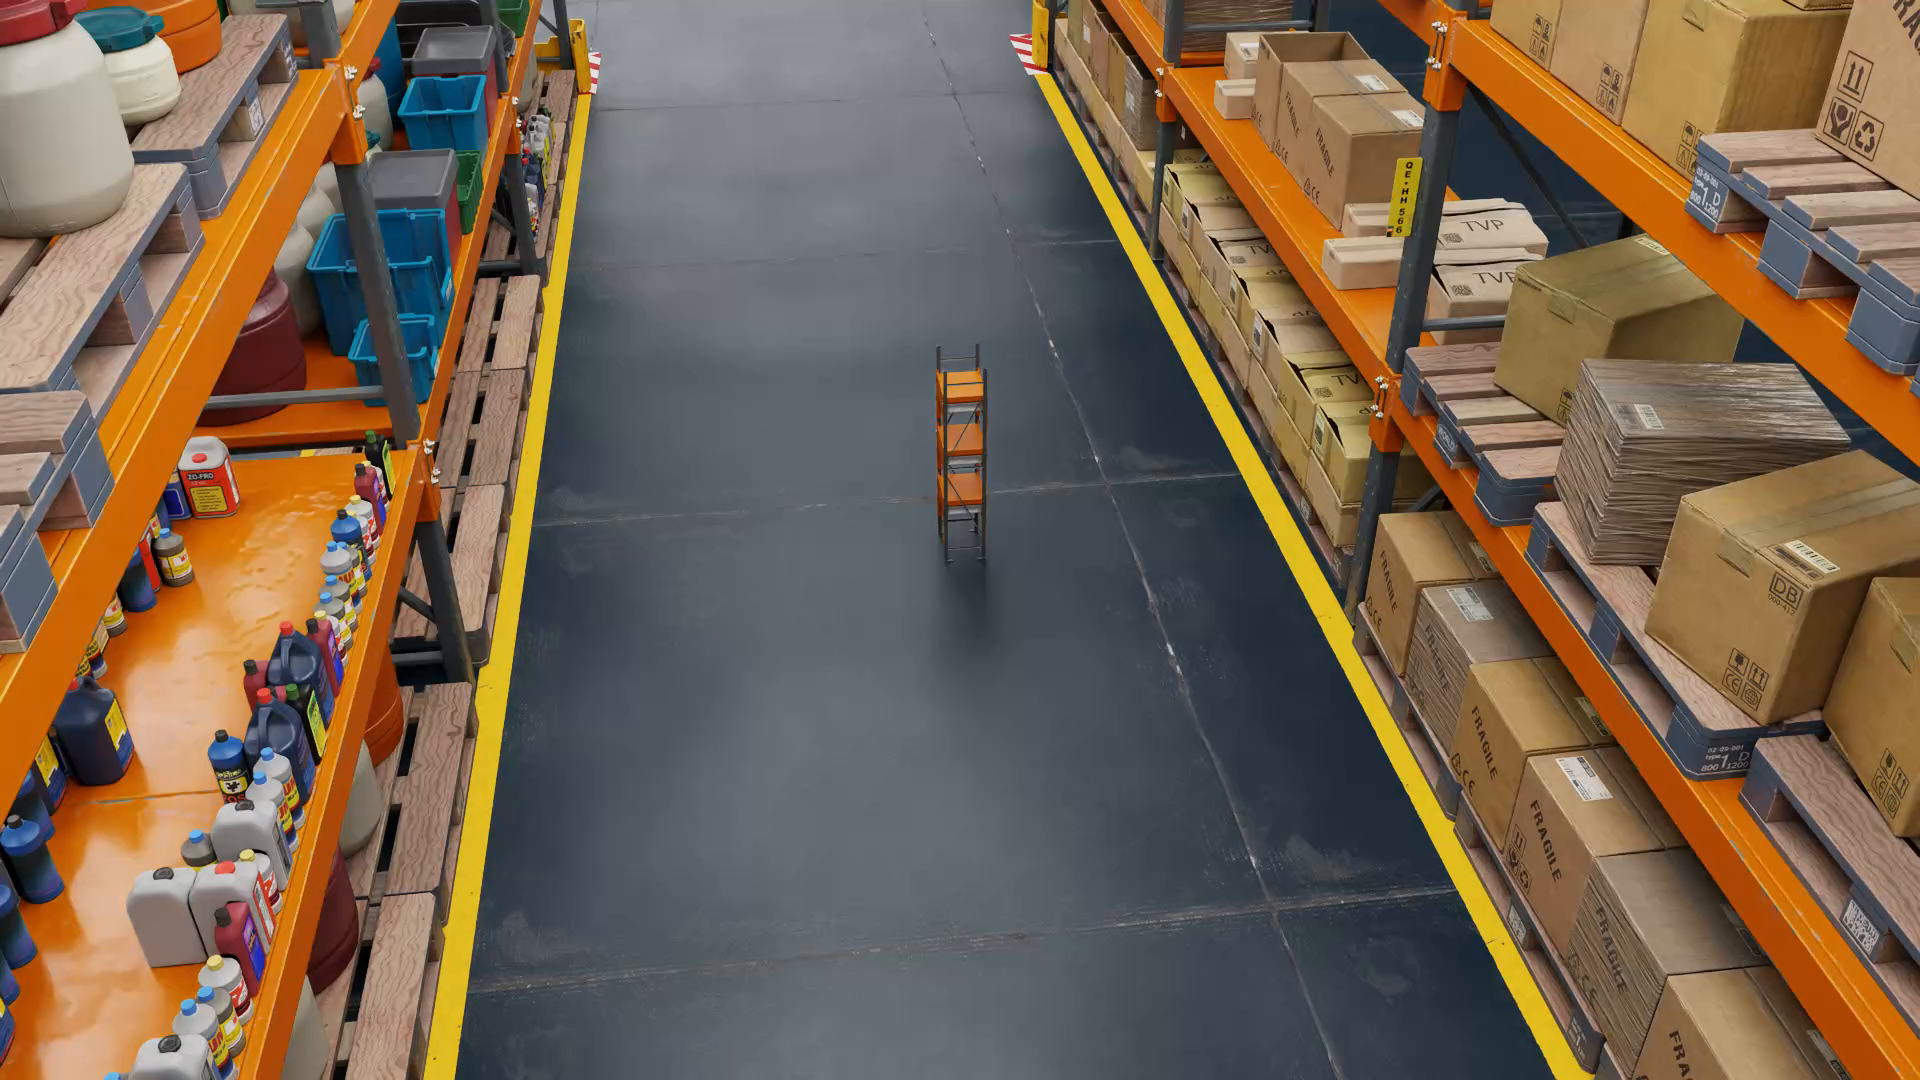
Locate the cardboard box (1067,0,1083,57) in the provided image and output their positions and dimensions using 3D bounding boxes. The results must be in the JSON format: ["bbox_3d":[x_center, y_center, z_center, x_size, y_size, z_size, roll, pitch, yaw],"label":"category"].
[{"bbox_3d":[1.138,-4.124,13.041,0.500,0.500,0.500,-4,35,-6],"label":"cardboard box"}]

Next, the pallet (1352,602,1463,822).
[{"bbox_3d":[2.356,0.664,7.088,1.003,0.211,1.213,-4,35,-6],"label":"pallet"}]

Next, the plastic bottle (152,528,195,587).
[{"bbox_3d":[-2.695,0.052,5.687,0.097,0.201,0.097,0,34,0],"label":"plastic bottle"}]

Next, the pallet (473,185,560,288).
[{"bbox_3d":[-3.203,-1.992,10.986,1.003,0.211,1.213,-4,35,-6],"label":"pallet"}]

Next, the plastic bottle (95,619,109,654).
[{"bbox_3d":[-2.812,0.245,5.331,0.061,0.283,0.133,-4,35,-6],"label":"plastic bottle"}]

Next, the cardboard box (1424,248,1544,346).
[{"bbox_3d":[2.287,-1.077,7.246,0.500,0.311,0.500,-2,34,-3],"label":"cardboard box"}]

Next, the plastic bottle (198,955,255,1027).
[{"bbox_3d":[-1.827,1.113,4.130,0.097,0.201,0.097,0,34,0],"label":"plastic bottle"}]

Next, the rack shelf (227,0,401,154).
[{"bbox_3d":[-2.885,-2.593,7.366,1.077,0.370,4.000,-4,35,-6],"label":"rack shelf"}]

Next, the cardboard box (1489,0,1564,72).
[{"bbox_3d":[2.385,-1.948,5.692,0.910,0.500,0.500,-4,35,-6],"label":"cardboard box"}]

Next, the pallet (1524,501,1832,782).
[{"bbox_3d":[2.559,0.257,5.380,1.003,0.211,1.213,-4,35,-6],"label":"pallet"}]

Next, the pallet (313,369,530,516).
[{"bbox_3d":[-2.842,-0.497,8.791,1.003,0.211,1.213,-4,35,-6],"label":"pallet"}]

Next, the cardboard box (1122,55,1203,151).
[{"bbox_3d":[1.420,-3.009,11.405,0.500,0.500,0.500,-4,35,-6],"label":"cardboard box"}]

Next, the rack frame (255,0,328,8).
[{"bbox_3d":[-2.616,-3.014,4.681,1.000,3.000,0.127,-4,35,-6],"label":"rack frame"}]

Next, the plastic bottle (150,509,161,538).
[{"bbox_3d":[-2.876,-0.065,5.859,0.097,0.201,0.097,0,34,0],"label":"plastic bottle"}]

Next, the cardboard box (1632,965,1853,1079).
[{"bbox_3d":[2.422,1.646,5.001,0.500,0.500,0.500,-4,35,-6],"label":"cardboard box"}]

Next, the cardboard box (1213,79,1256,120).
[{"bbox_3d":[1.672,-2.526,9.516,0.380,0.149,0.250,-4,35,-6],"label":"cardboard box"}]

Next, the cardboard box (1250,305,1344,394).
[{"bbox_3d":[1.837,-1.022,8.656,0.500,0.311,0.500,-5,35,-7],"label":"cardboard box"}]

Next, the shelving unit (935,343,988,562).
[{"bbox_3d":[0.007,-0.404,7.911,0.215,1.050,0.252,-4,35,-6],"label":"shelving unit"}]

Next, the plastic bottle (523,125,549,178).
[{"bbox_3d":[-2.934,-2.678,11.478,0.144,0.351,0.185,-5,35,-7],"label":"plastic bottle"}]

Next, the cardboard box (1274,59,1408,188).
[{"bbox_3d":[1.980,-2.178,8.693,0.500,0.500,0.500,-4,35,-6],"label":"cardboard box"}]

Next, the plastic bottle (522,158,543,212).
[{"bbox_3d":[-2.851,-2.336,10.975,0.144,0.351,0.185,-3,34,-5],"label":"plastic bottle"}]

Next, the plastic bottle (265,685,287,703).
[{"bbox_3d":[-2.003,0.527,4.917,0.061,0.283,0.133,-4,35,-6],"label":"plastic bottle"}]

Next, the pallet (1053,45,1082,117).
[{"bbox_3d":[1.361,-3.796,13.633,1.003,0.211,1.213,-4,35,-6],"label":"pallet"}]

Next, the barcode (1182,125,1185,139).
[{"bbox_3d":[1.377,-2.511,10.248,0.001,0.075,0.075,-4,35,-6],"label":"barcode"}]

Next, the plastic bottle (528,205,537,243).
[{"bbox_3d":[-2.762,-2.032,10.600,0.097,0.271,0.097,0,34,0],"label":"plastic bottle"}]

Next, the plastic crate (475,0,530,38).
[{"bbox_3d":[-3.057,-3.458,10.849,0.450,0.188,0.662,-4,35,-6],"label":"plastic crate"}]

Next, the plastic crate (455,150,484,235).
[{"bbox_3d":[-2.640,-1.729,8.311,0.450,0.188,0.662,-4,35,-6],"label":"plastic crate"}]

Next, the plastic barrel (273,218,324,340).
[{"bbox_3d":[-2.966,-1.139,7.158,0.421,0.512,0.421,0,34,0],"label":"plastic barrel"}]

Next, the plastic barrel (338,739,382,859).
[{"bbox_3d":[-2.369,0.900,6.102,0.421,0.512,0.421,0,34,0],"label":"plastic barrel"}]

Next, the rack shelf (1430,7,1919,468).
[{"bbox_3d":[2.562,-0.734,4.638,1.077,0.370,4.000,-4,35,-6],"label":"rack shelf"}]

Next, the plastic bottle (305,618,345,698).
[{"bbox_3d":[-1.985,0.345,5.184,0.061,0.283,0.133,-4,35,-6],"label":"plastic bottle"}]

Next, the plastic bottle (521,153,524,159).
[{"bbox_3d":[-2.933,-2.487,11.269,0.097,0.271,0.097,0,34,0],"label":"plastic bottle"}]

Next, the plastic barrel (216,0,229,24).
[{"bbox_3d":[-2.700,-1.844,5.766,0.294,0.245,0.294,0,34,0],"label":"plastic barrel"}]

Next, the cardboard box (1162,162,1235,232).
[{"bbox_3d":[1.564,-2.159,10.326,0.500,0.311,0.500,-4,35,-6],"label":"cardboard box"}]

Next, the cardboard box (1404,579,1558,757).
[{"bbox_3d":[2.147,0.511,6.666,0.500,0.500,0.500,-6,35,-8],"label":"cardboard box"}]

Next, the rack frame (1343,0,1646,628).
[{"bbox_3d":[2.293,-0.908,6.918,1.000,3.000,0.127,-4,35,-6],"label":"rack frame"}]

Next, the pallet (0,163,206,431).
[{"bbox_3d":[-2.436,-0.527,3.863,1.003,0.211,1.213,-4,35,-6],"label":"pallet"}]

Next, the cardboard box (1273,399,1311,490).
[{"bbox_3d":[1.908,-0.507,8.400,0.500,0.250,0.500,-5,35,-7],"label":"cardboard box"}]

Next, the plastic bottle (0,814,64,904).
[{"bbox_3d":[-2.496,0.846,4.460,0.097,0.271,0.097,0,34,0],"label":"plastic bottle"}]

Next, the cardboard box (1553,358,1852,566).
[{"bbox_3d":[2.423,-0.255,5.499,0.700,0.500,0.500,2,34,3],"label":"cardboard box"}]

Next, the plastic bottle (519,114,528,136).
[{"bbox_3d":[-3.109,-2.915,11.886,0.061,0.283,0.133,-4,35,-6],"label":"plastic bottle"}]

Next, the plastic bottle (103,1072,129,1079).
[{"bbox_3d":[-1.933,1.308,3.843,0.097,0.201,0.097,0,34,0],"label":"plastic bottle"}]

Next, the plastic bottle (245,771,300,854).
[{"bbox_3d":[-1.907,0.751,4.599,0.097,0.271,0.097,0,34,0],"label":"plastic bottle"}]

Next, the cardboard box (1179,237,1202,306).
[{"bbox_3d":[1.631,-1.648,10.073,0.500,0.250,0.500,-4,34,-5],"label":"cardboard box"}]

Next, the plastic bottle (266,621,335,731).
[{"bbox_3d":[-2.005,0.409,5.030,0.144,0.351,0.185,-4,35,-6],"label":"plastic bottle"}]

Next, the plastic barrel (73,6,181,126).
[{"bbox_3d":[-2.326,-1.303,4.585,0.301,0.262,0.301,0,34,0],"label":"plastic barrel"}]

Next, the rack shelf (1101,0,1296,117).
[{"bbox_3d":[1.486,-3.959,12.034,1.077,0.370,4.000,-4,35,-6],"label":"rack shelf"}]

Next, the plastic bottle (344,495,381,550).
[{"bbox_3d":[-2.110,-0.064,5.857,0.097,0.201,0.097,0,34,0],"label":"plastic bottle"}]

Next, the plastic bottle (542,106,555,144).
[{"bbox_3d":[-2.977,-3.003,12.014,0.061,0.283,0.133,-4,34,-5],"label":"plastic bottle"}]

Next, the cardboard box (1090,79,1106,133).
[{"bbox_3d":[1.269,-3.256,12.433,0.500,0.250,0.500,-4,35,-6],"label":"cardboard box"}]

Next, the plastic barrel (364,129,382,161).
[{"bbox_3d":[-3.128,-1.959,8.584,0.301,0.262,0.301,0,34,0],"label":"plastic barrel"}]

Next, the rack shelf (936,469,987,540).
[{"bbox_3d":[0.007,-0.166,8.073,0.215,0.259,0.240,-4,35,-6],"label":"rack shelf"}]

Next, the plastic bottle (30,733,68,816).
[{"bbox_3d":[-2.674,0.615,4.728,0.144,0.351,0.185,-4,35,-6],"label":"plastic bottle"}]
